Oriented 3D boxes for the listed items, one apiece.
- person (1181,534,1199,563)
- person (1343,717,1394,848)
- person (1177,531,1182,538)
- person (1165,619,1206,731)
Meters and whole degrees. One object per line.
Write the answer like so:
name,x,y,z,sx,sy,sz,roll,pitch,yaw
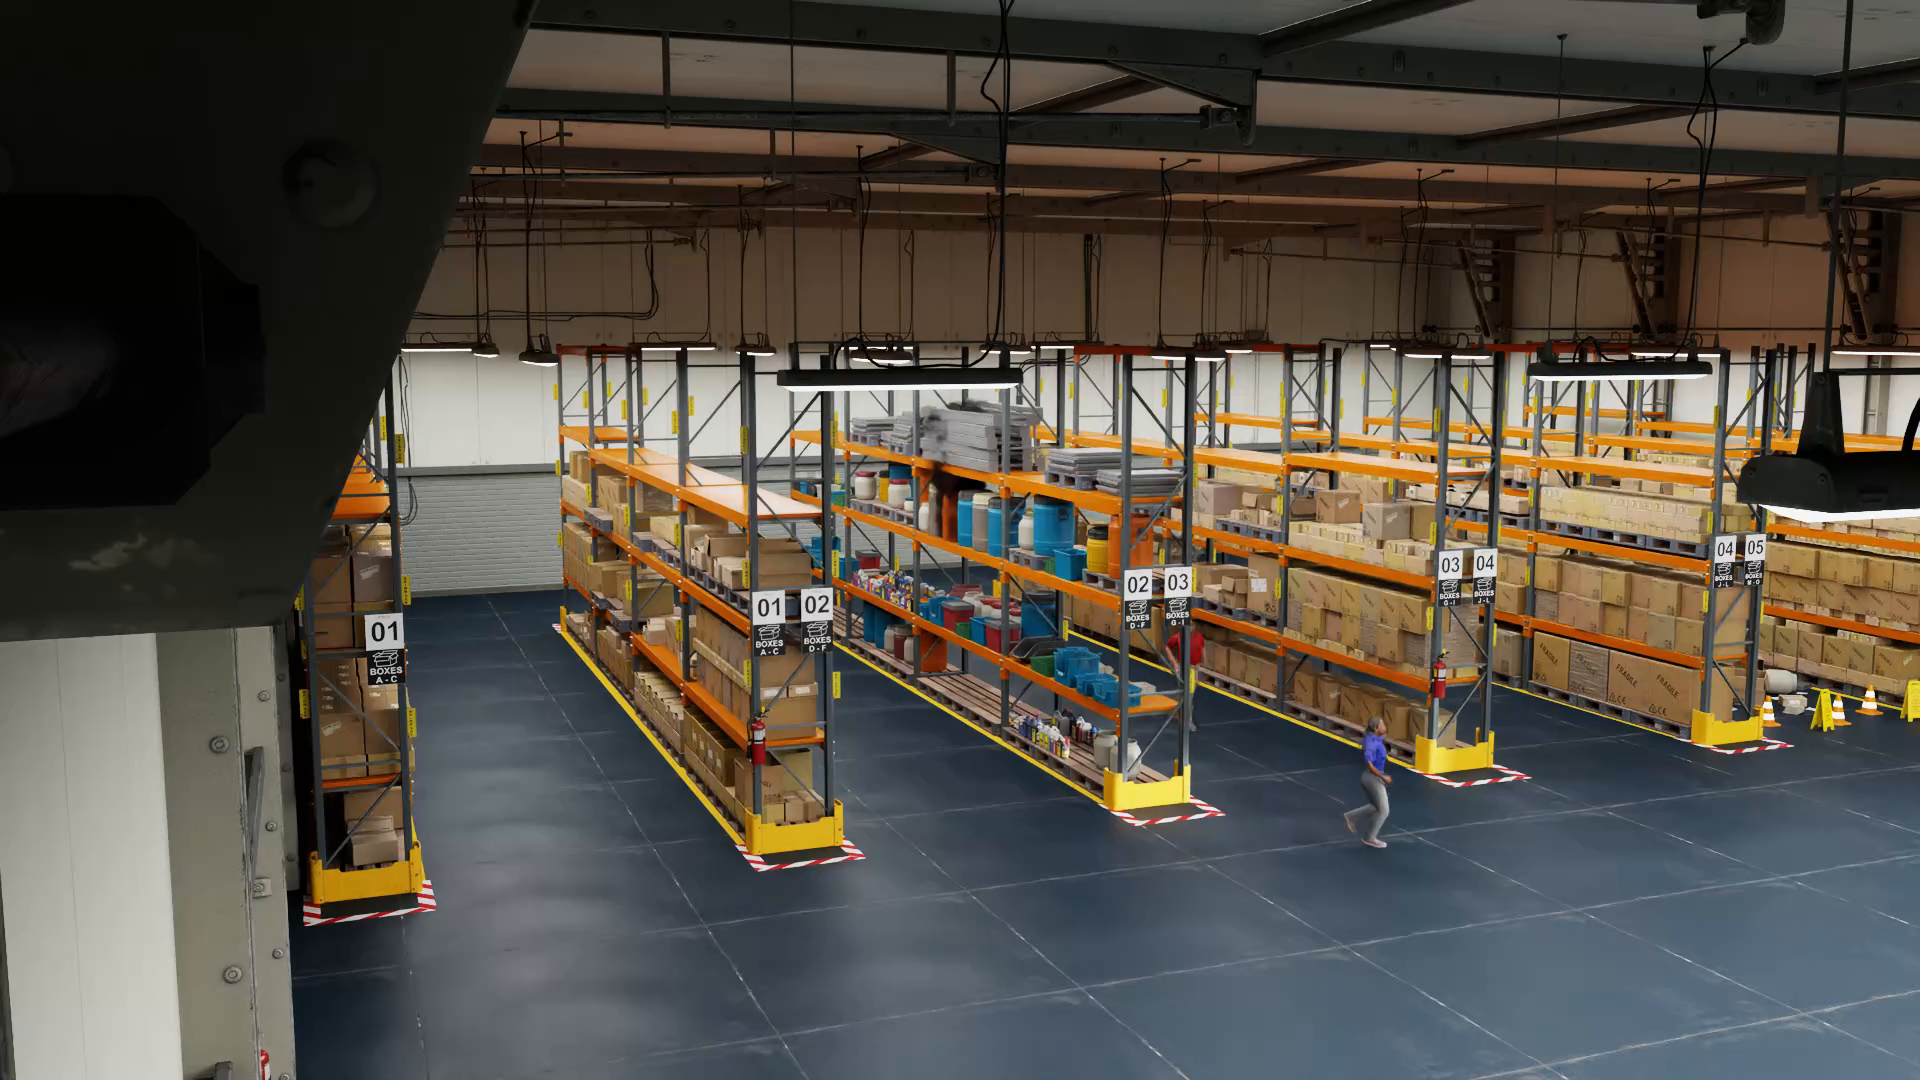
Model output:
person,5.112,0.675,37.870,0.659,1.747,0.824,-1,7,-11
person,5.034,2.962,20.422,0.560,1.602,0.608,2,7,12
person,5.659,0.222,41.503,0.919,1.698,0.601,-6,10,-41
person,3.621,2.102,26.614,0.657,1.760,0.849,-4,8,-27
